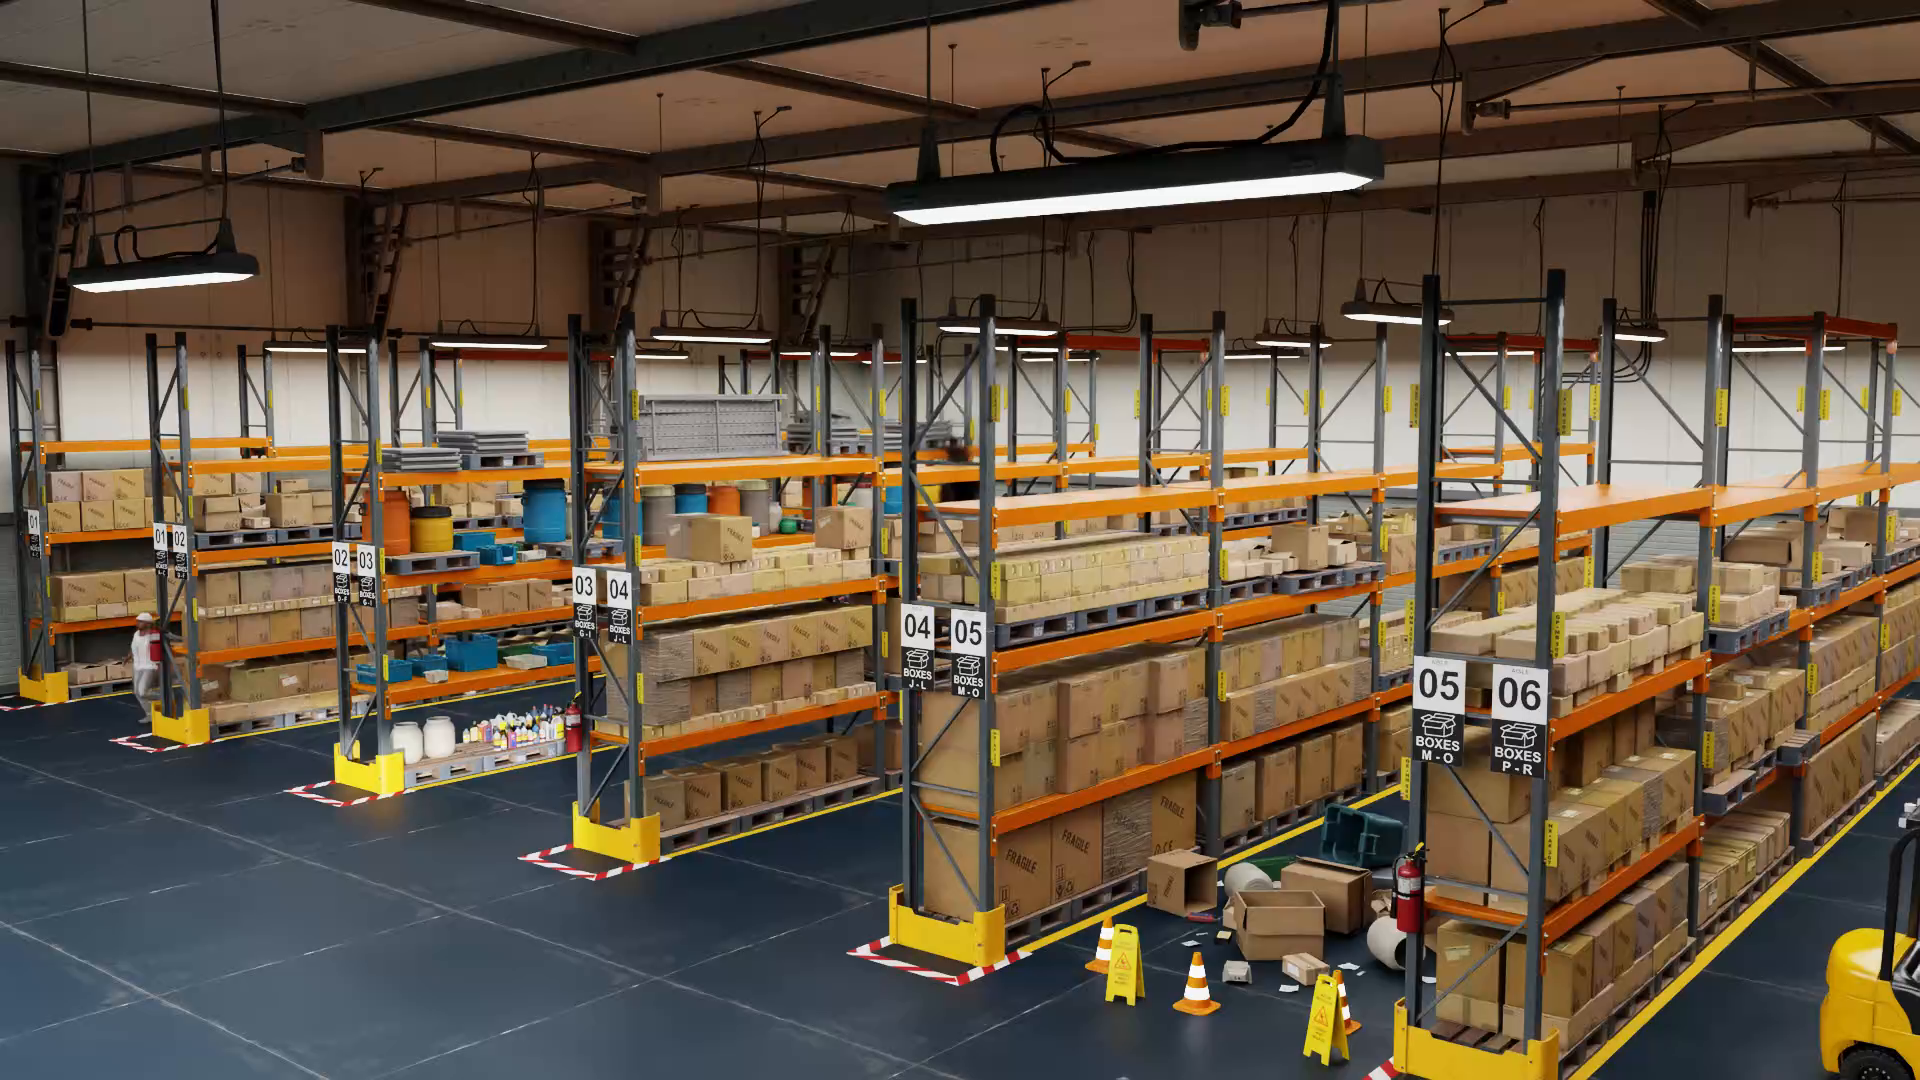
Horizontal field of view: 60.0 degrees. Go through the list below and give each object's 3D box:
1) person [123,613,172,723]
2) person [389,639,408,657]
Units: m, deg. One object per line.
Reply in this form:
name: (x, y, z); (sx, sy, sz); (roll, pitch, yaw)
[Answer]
person: (-12.634, 1.986, 25.820); (0.709, 1.726, 0.585); (2, 6, 22)
person: (-9.889, 1.748, 29.296); (0.554, 1.580, 0.836); (4, 6, 37)
